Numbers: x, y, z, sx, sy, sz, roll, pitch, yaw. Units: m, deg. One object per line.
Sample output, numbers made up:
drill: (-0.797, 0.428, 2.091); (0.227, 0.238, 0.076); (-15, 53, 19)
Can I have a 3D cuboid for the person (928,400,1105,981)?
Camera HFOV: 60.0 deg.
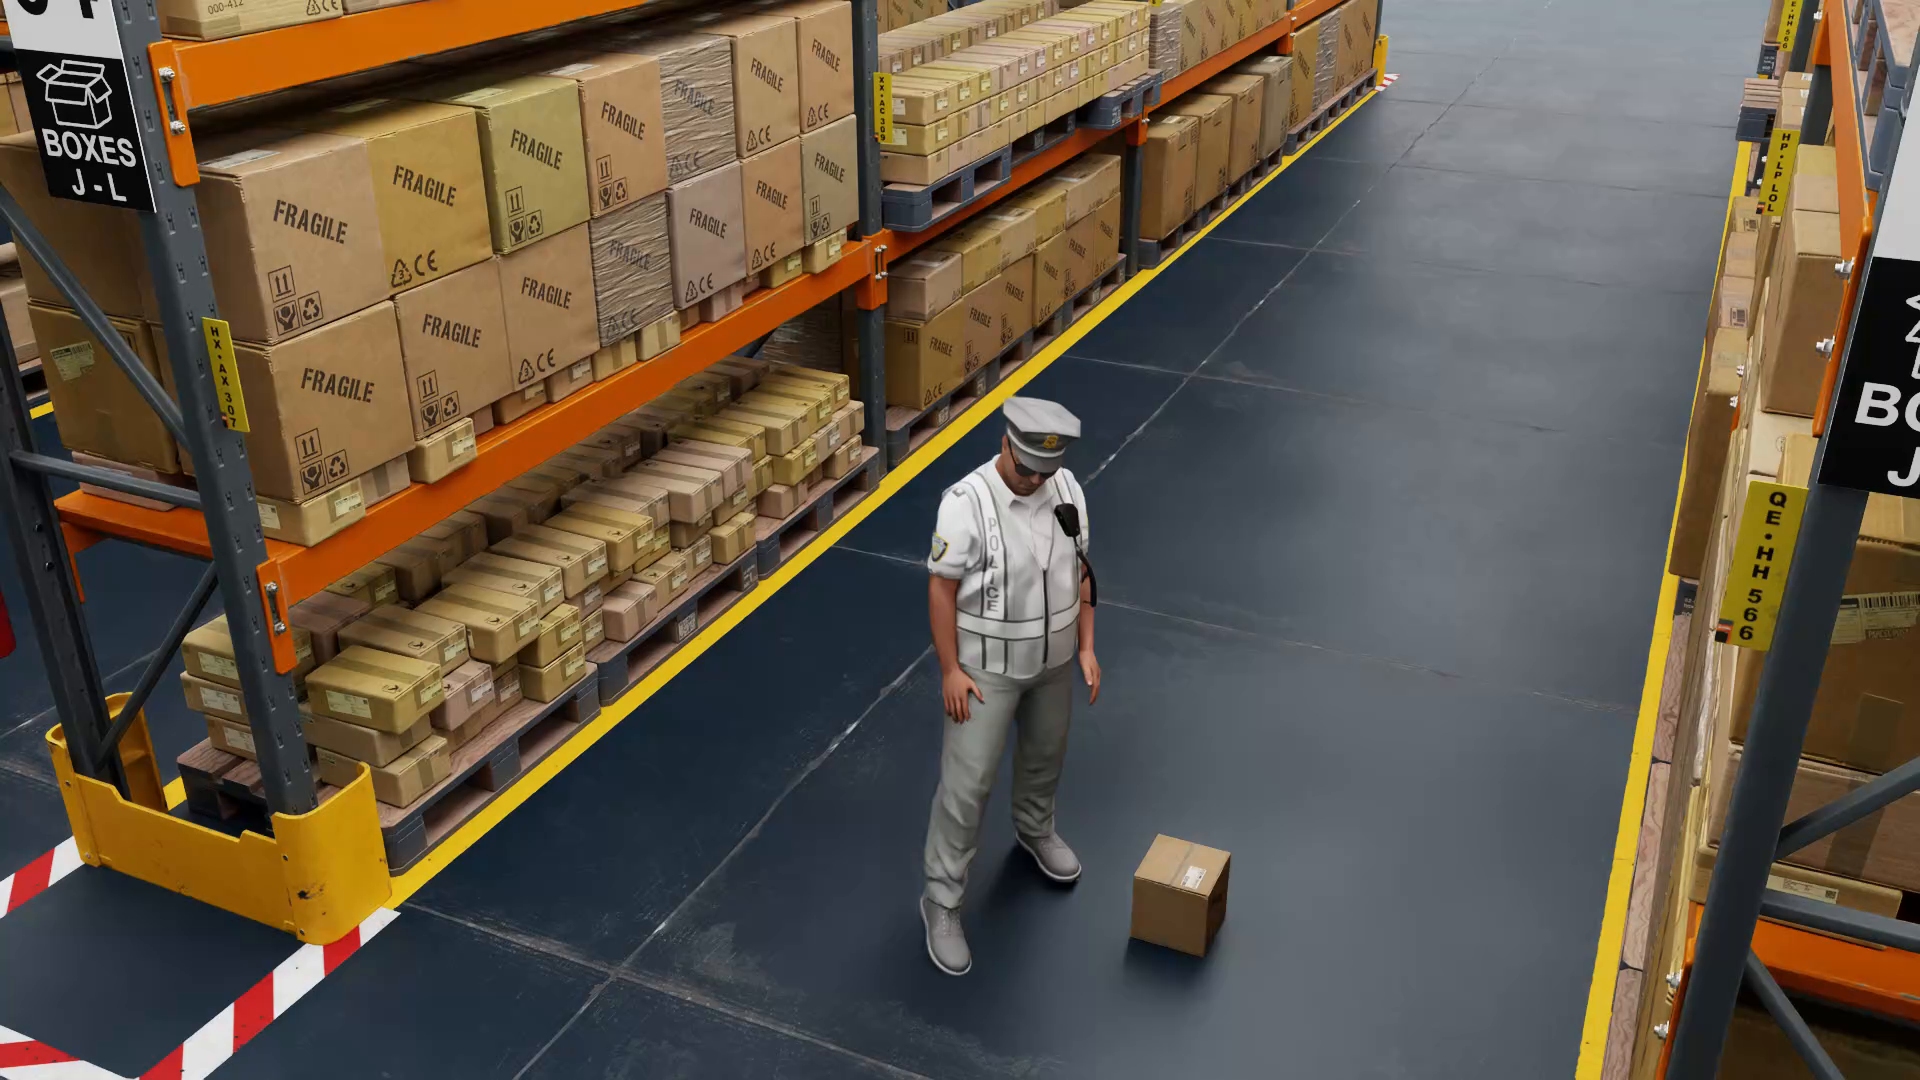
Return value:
person: (0.156, 0.429, 5.214); (0.734, 1.747, 0.550); (-18, 31, -33)
